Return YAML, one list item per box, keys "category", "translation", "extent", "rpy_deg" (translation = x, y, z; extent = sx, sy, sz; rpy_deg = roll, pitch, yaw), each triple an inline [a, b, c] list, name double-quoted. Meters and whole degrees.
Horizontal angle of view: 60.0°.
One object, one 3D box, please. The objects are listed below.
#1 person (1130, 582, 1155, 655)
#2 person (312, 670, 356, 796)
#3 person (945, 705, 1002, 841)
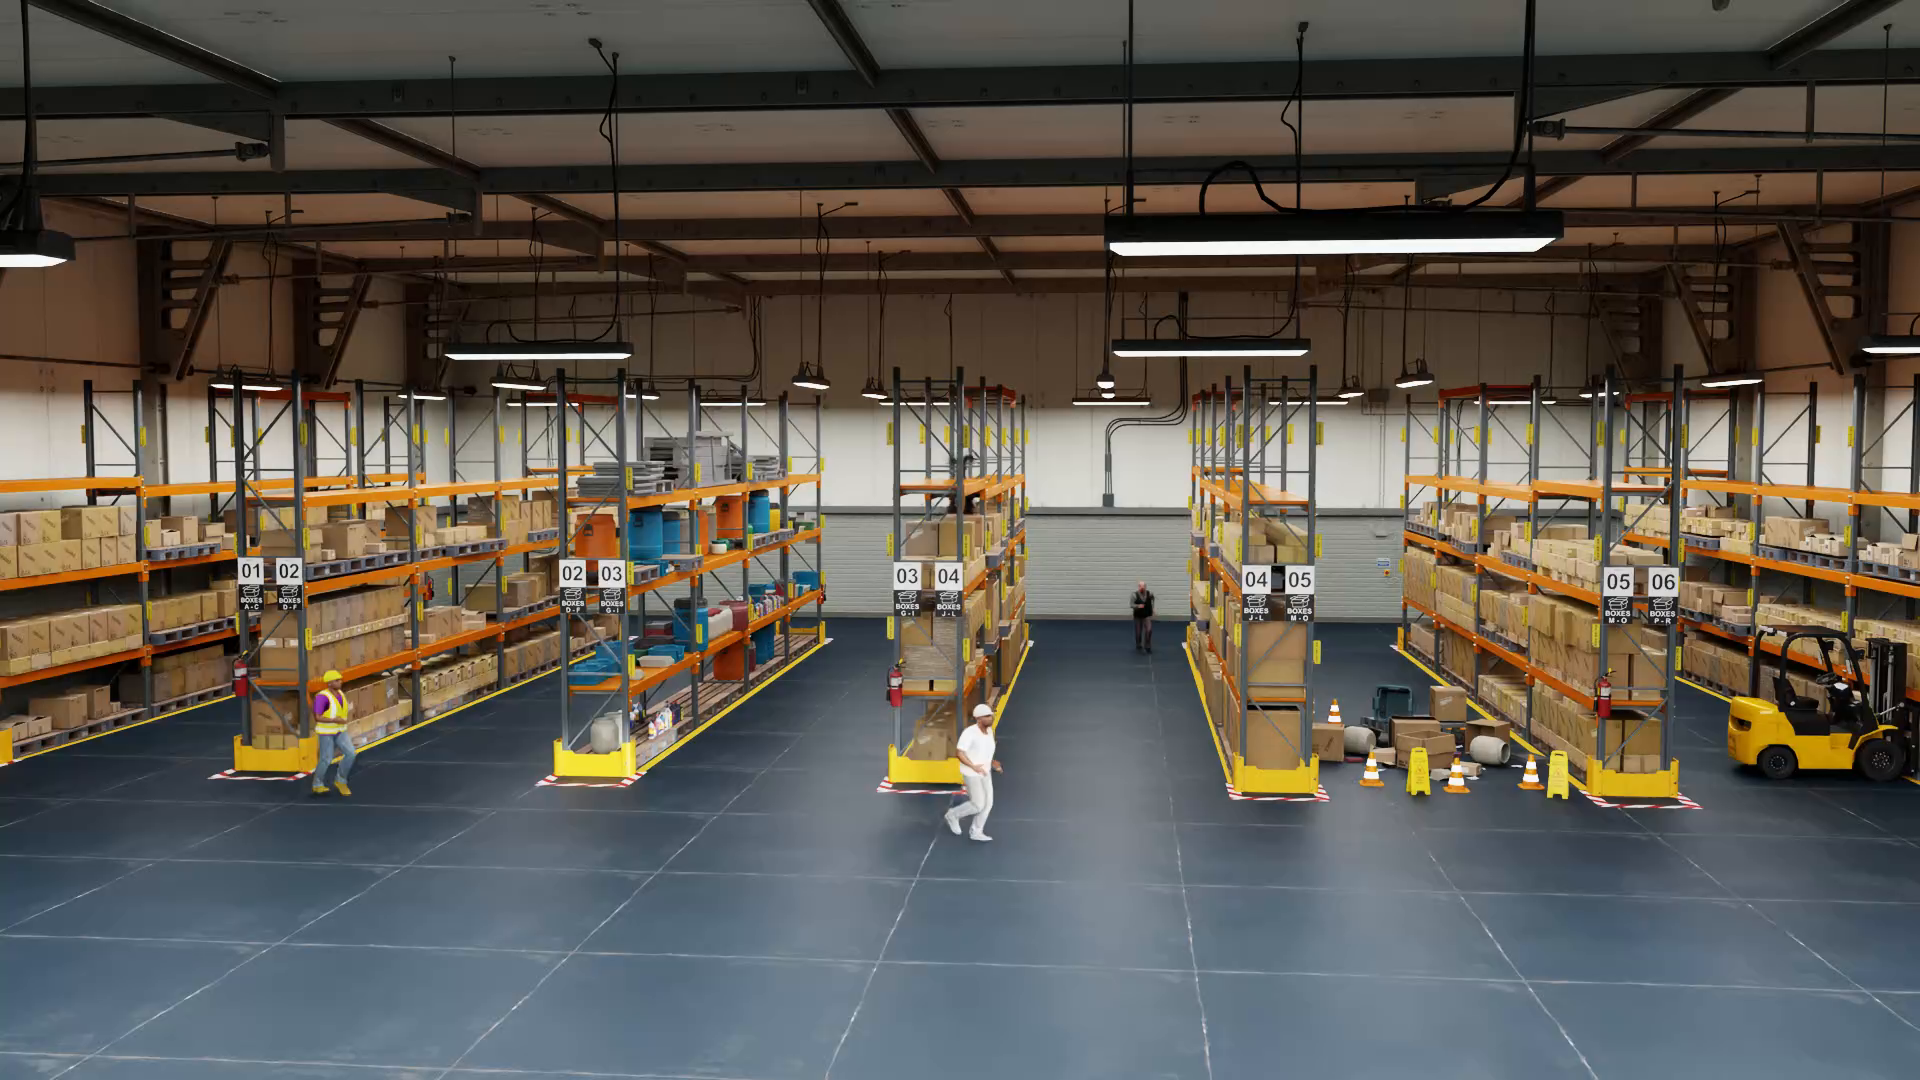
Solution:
- category: "person"
  translation: [4.201, 1.777, 38.342]
  extent: [0.589, 1.672, 0.962]
  rpy_deg: [0, 4, 1]
- category: "person"
  translation: [-8.711, 2.696, 23.089]
  extent: [0.763, 1.787, 0.631]
  rpy_deg: [2, 4, 28]
- category: "person"
  translation: [0.146, 2.878, 20.634]
  extent: [0.683, 1.711, 0.703]
  rpy_deg: [2, 4, 35]
